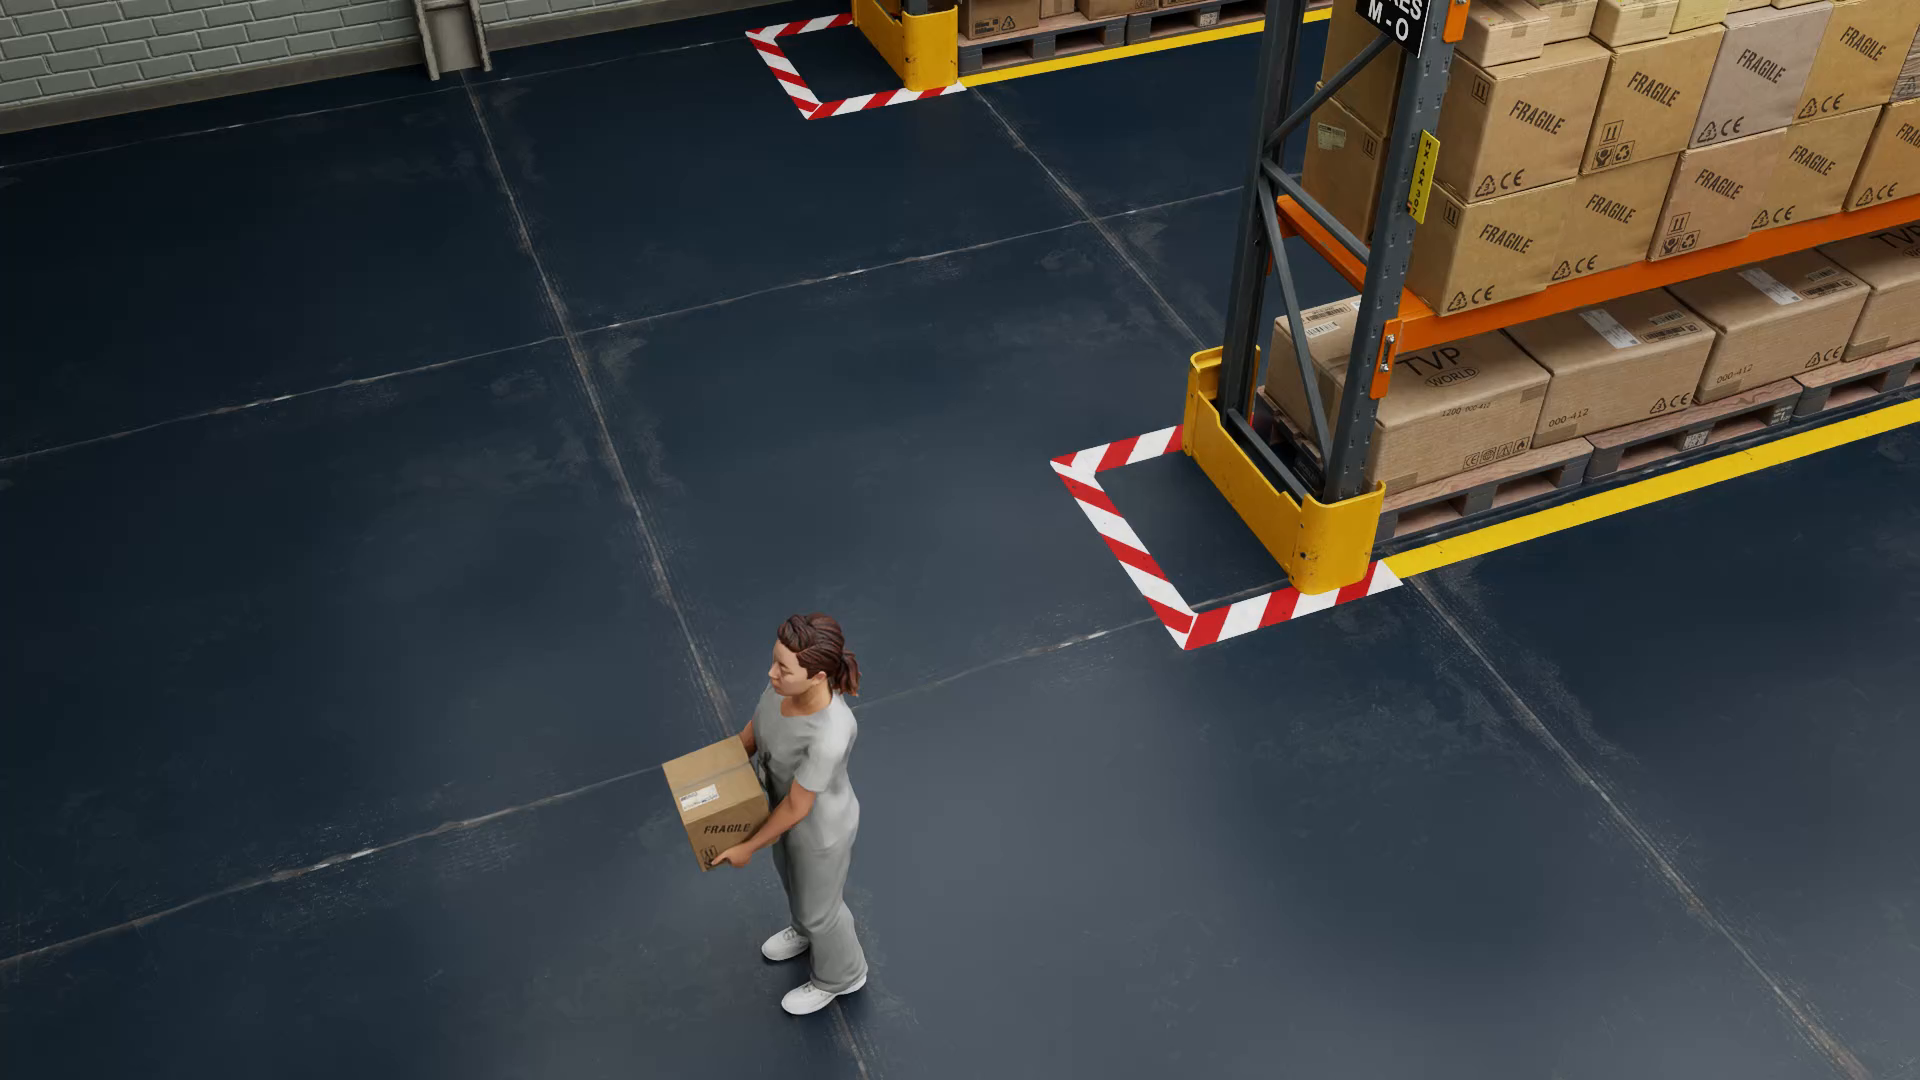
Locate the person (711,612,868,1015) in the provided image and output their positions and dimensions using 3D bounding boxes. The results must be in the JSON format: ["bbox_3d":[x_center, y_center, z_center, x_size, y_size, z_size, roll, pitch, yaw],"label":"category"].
[{"bbox_3d":[-0.541,0.877,5.192,0.545,1.668,0.431,-15,44,-16],"label":"person"}]
